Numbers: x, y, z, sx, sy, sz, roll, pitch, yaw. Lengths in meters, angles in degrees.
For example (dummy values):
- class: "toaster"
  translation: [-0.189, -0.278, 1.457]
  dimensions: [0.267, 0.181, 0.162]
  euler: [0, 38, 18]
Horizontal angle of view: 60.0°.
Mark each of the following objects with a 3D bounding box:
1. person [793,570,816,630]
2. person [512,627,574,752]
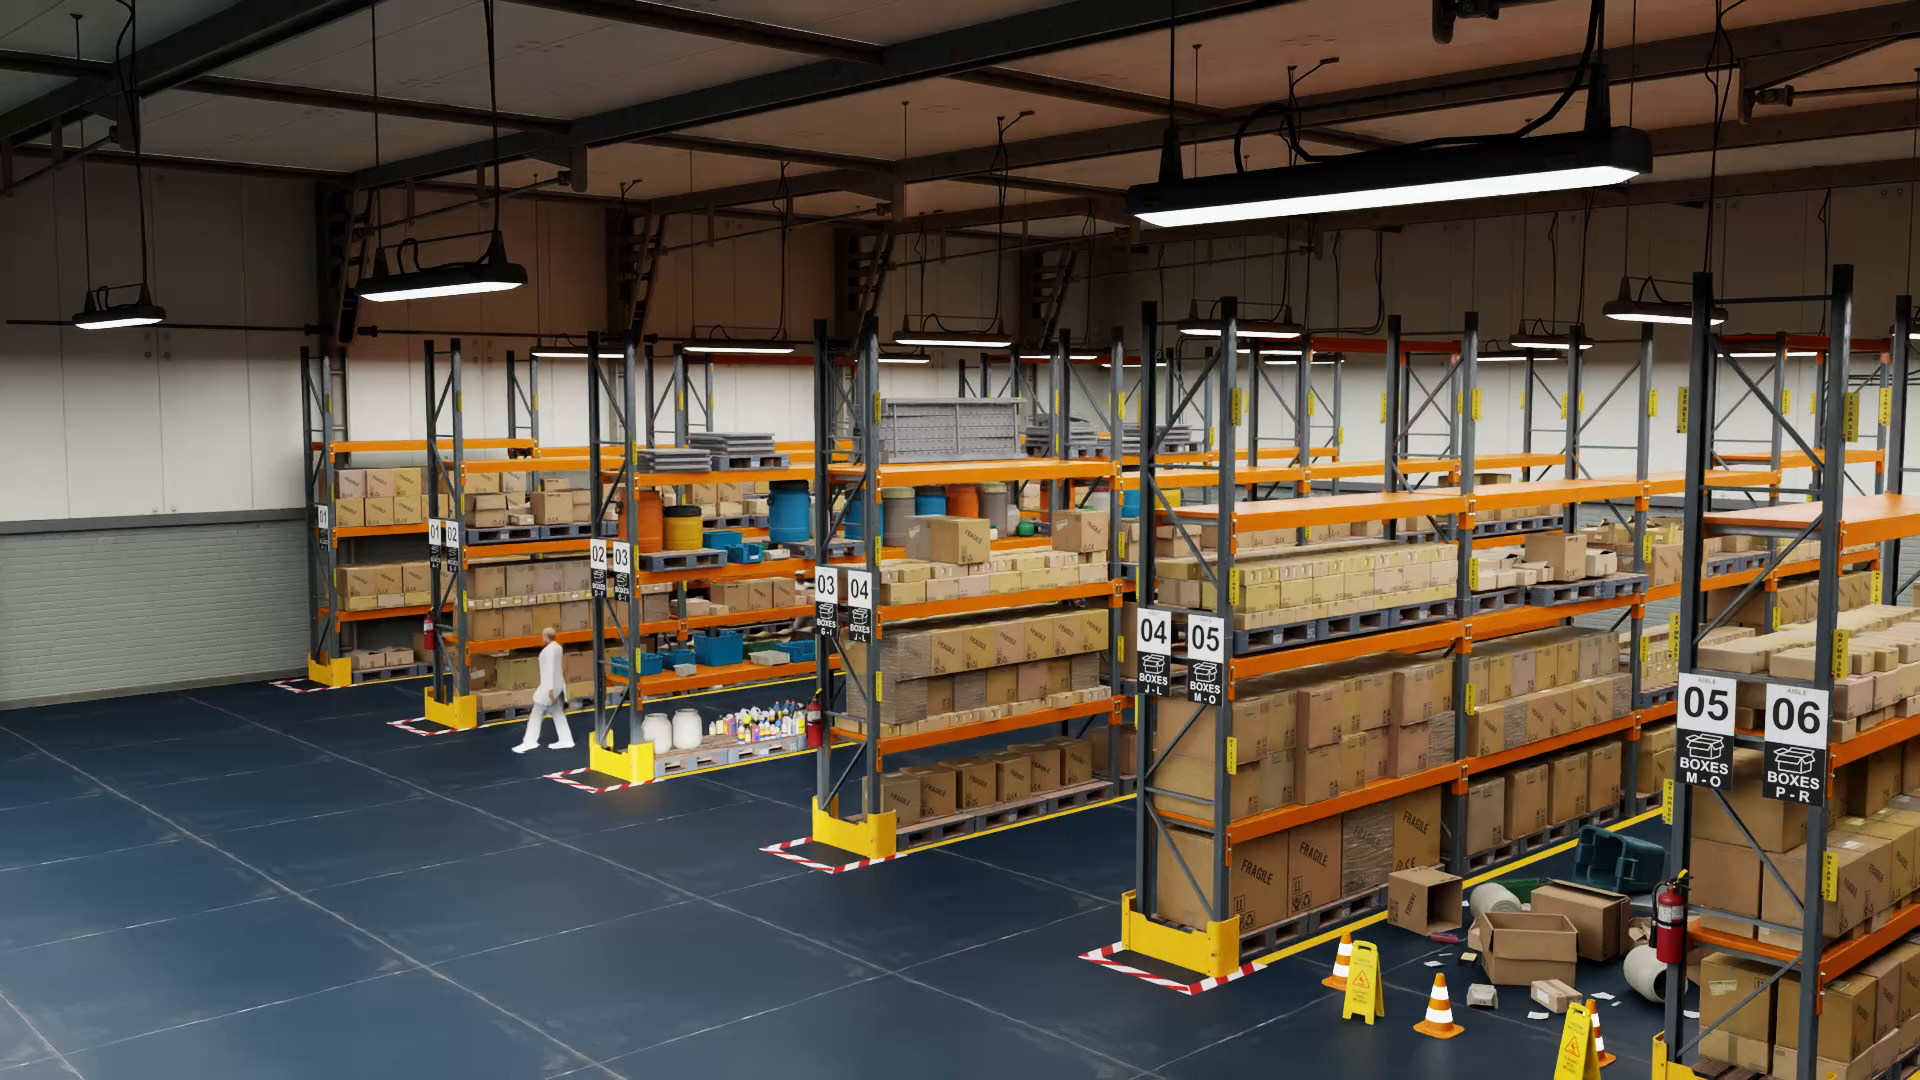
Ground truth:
- class: "person"
  translation: [-3.199, 1.406, 32.688]
  dimensions: [1.069, 1.722, 0.536]
  euler: [-4, 6, -39]
- class: "person"
  translation: [-6.015, 2.156, 24.145]
  dimensions: [0.797, 1.777, 0.663]
  euler: [1, 5, 10]
